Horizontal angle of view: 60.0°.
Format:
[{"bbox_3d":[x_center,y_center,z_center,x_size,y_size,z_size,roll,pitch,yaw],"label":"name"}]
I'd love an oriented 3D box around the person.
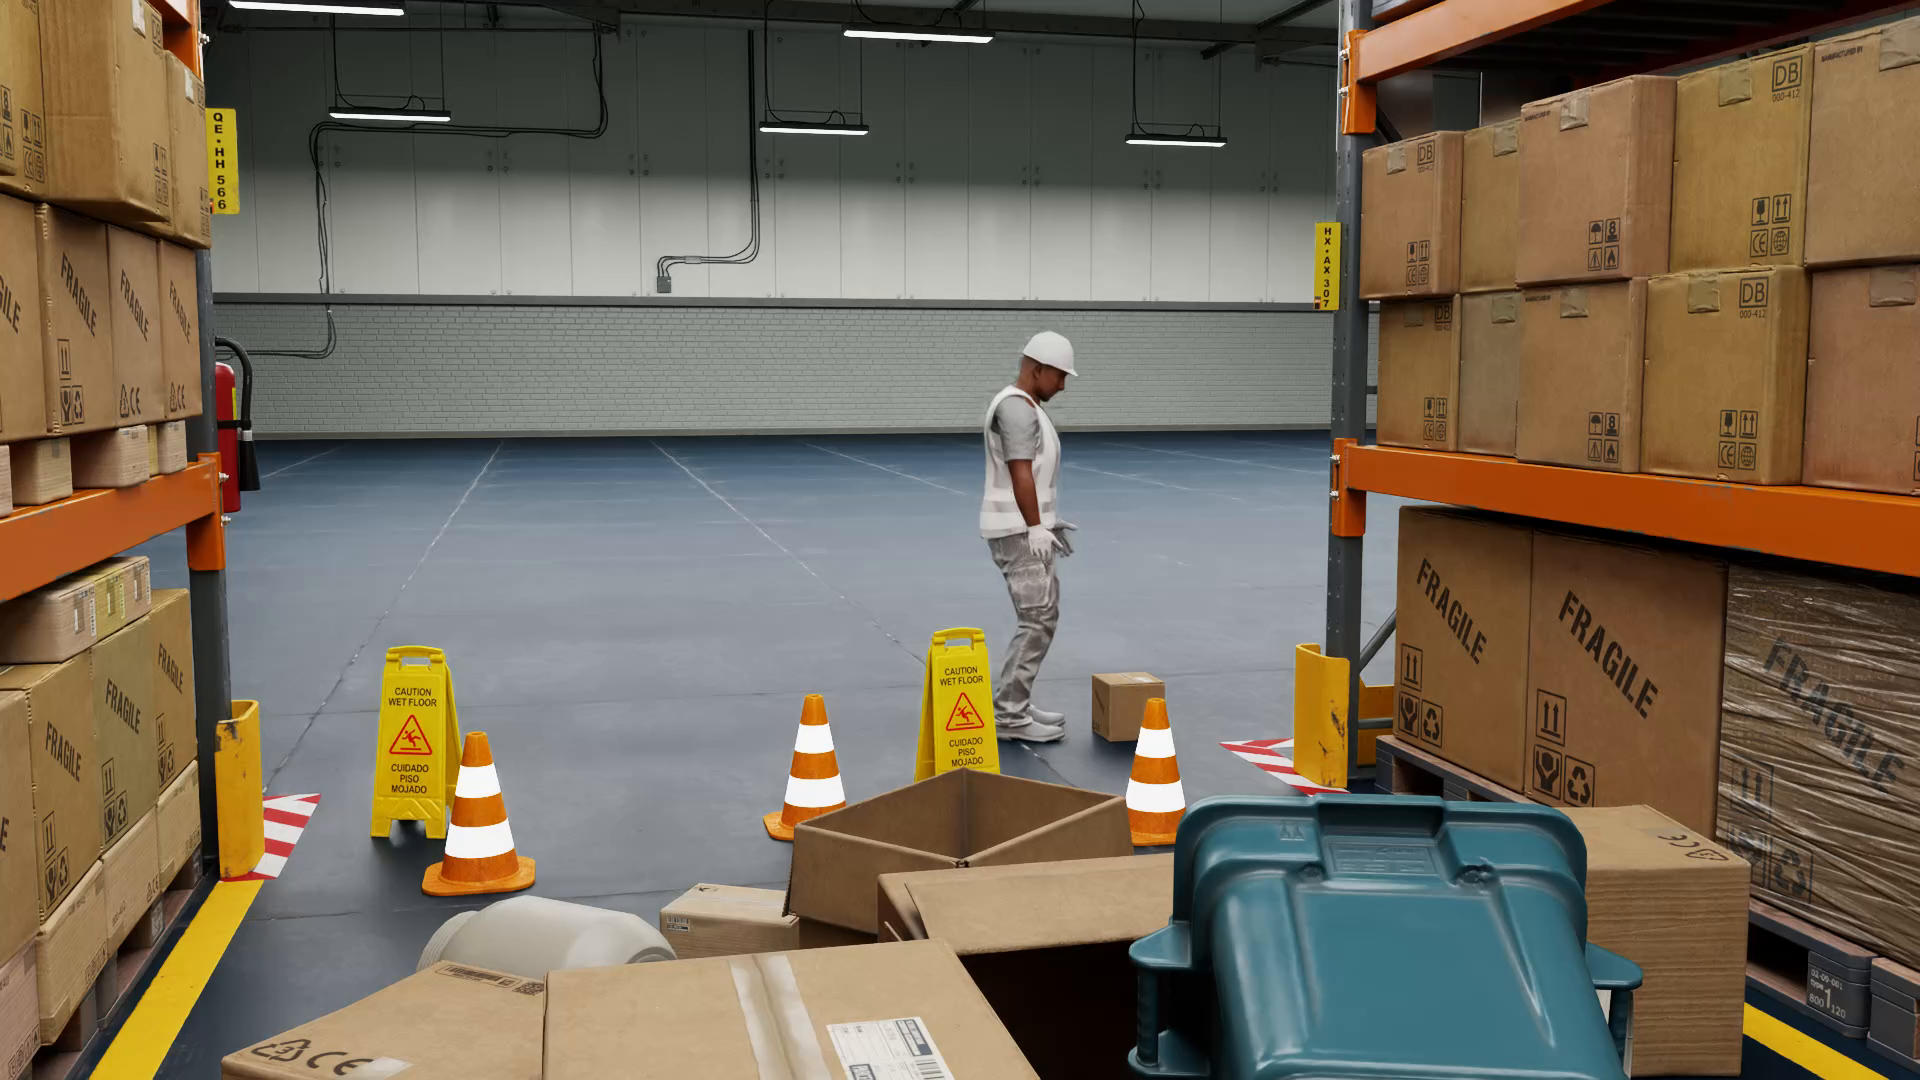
[{"bbox_3d":[0.302,-0.025,7.216,0.427,1.748,0.566,1,6,6],"label":"person"}]
